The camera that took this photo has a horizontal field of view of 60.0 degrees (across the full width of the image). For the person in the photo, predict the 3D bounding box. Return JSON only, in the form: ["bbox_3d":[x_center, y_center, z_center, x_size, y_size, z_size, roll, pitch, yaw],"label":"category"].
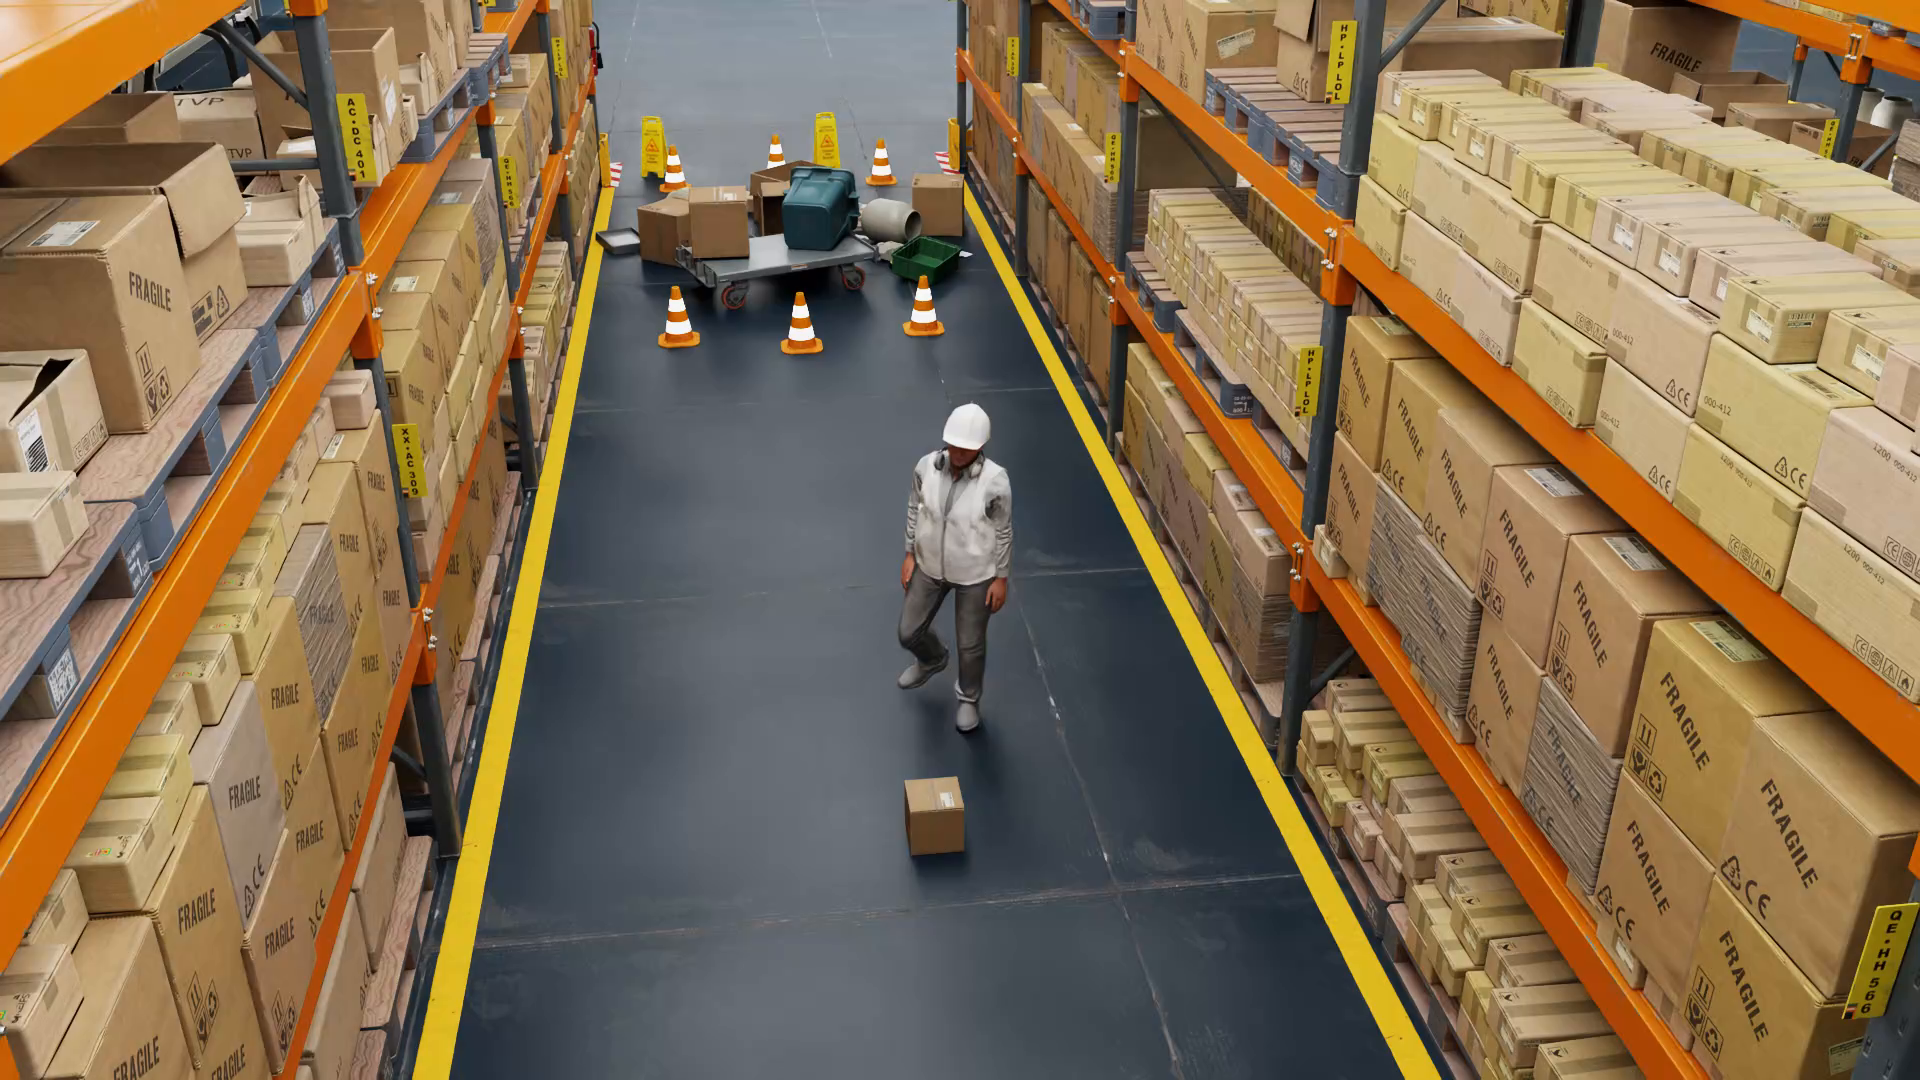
[{"bbox_3d":[-0.043,0.108,8.346,0.670,1.768,0.465,12,29,22],"label":"person"}]
